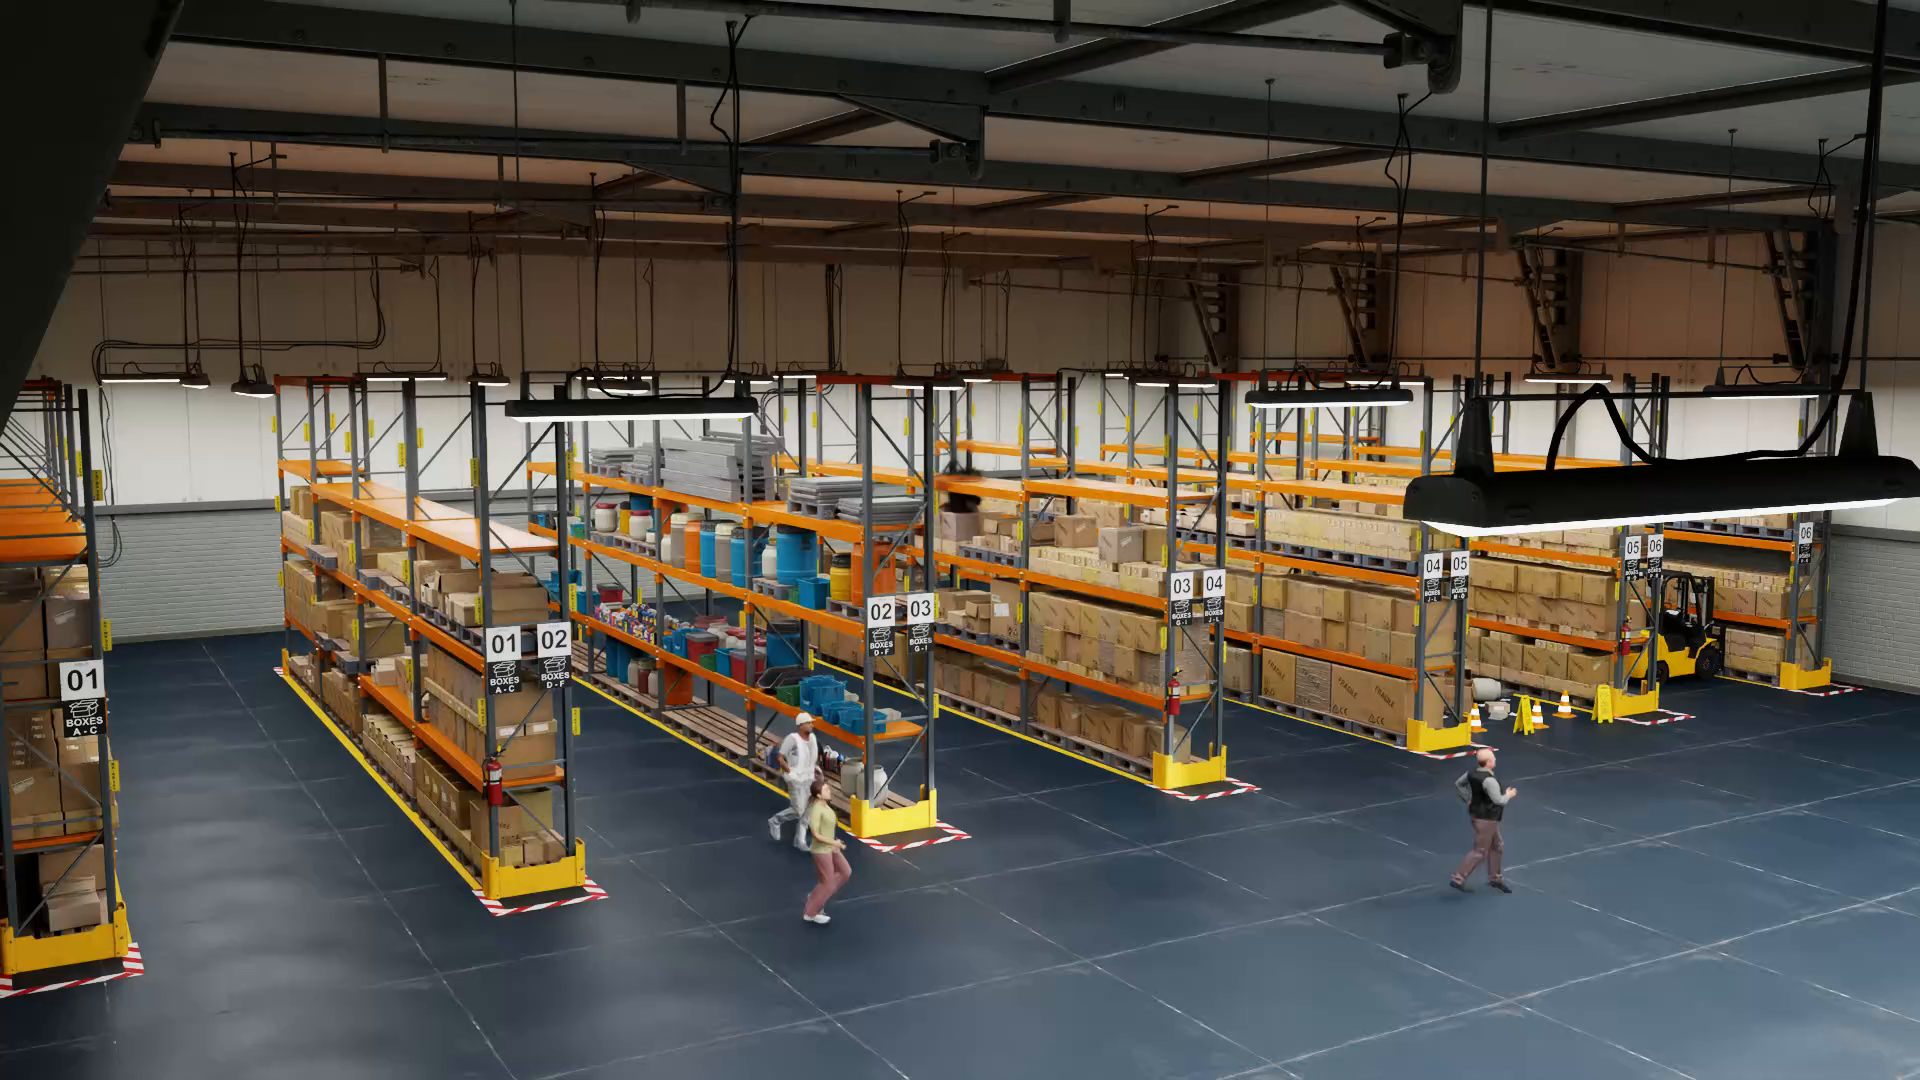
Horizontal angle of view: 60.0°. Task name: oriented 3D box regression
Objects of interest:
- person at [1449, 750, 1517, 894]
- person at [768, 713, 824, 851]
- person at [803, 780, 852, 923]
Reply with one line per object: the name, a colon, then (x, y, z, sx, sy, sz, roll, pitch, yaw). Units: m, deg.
person: (6.152, 3.331, 19.552, 0.821, 1.772, 0.633, 0, 6, -3)
person: (-2.105, 3.114, 21.667, 0.652, 1.764, 0.725, 4, 8, 34)
person: (-1.503, 3.483, 18.666, 0.537, 1.628, 0.590, 1, 6, 6)
